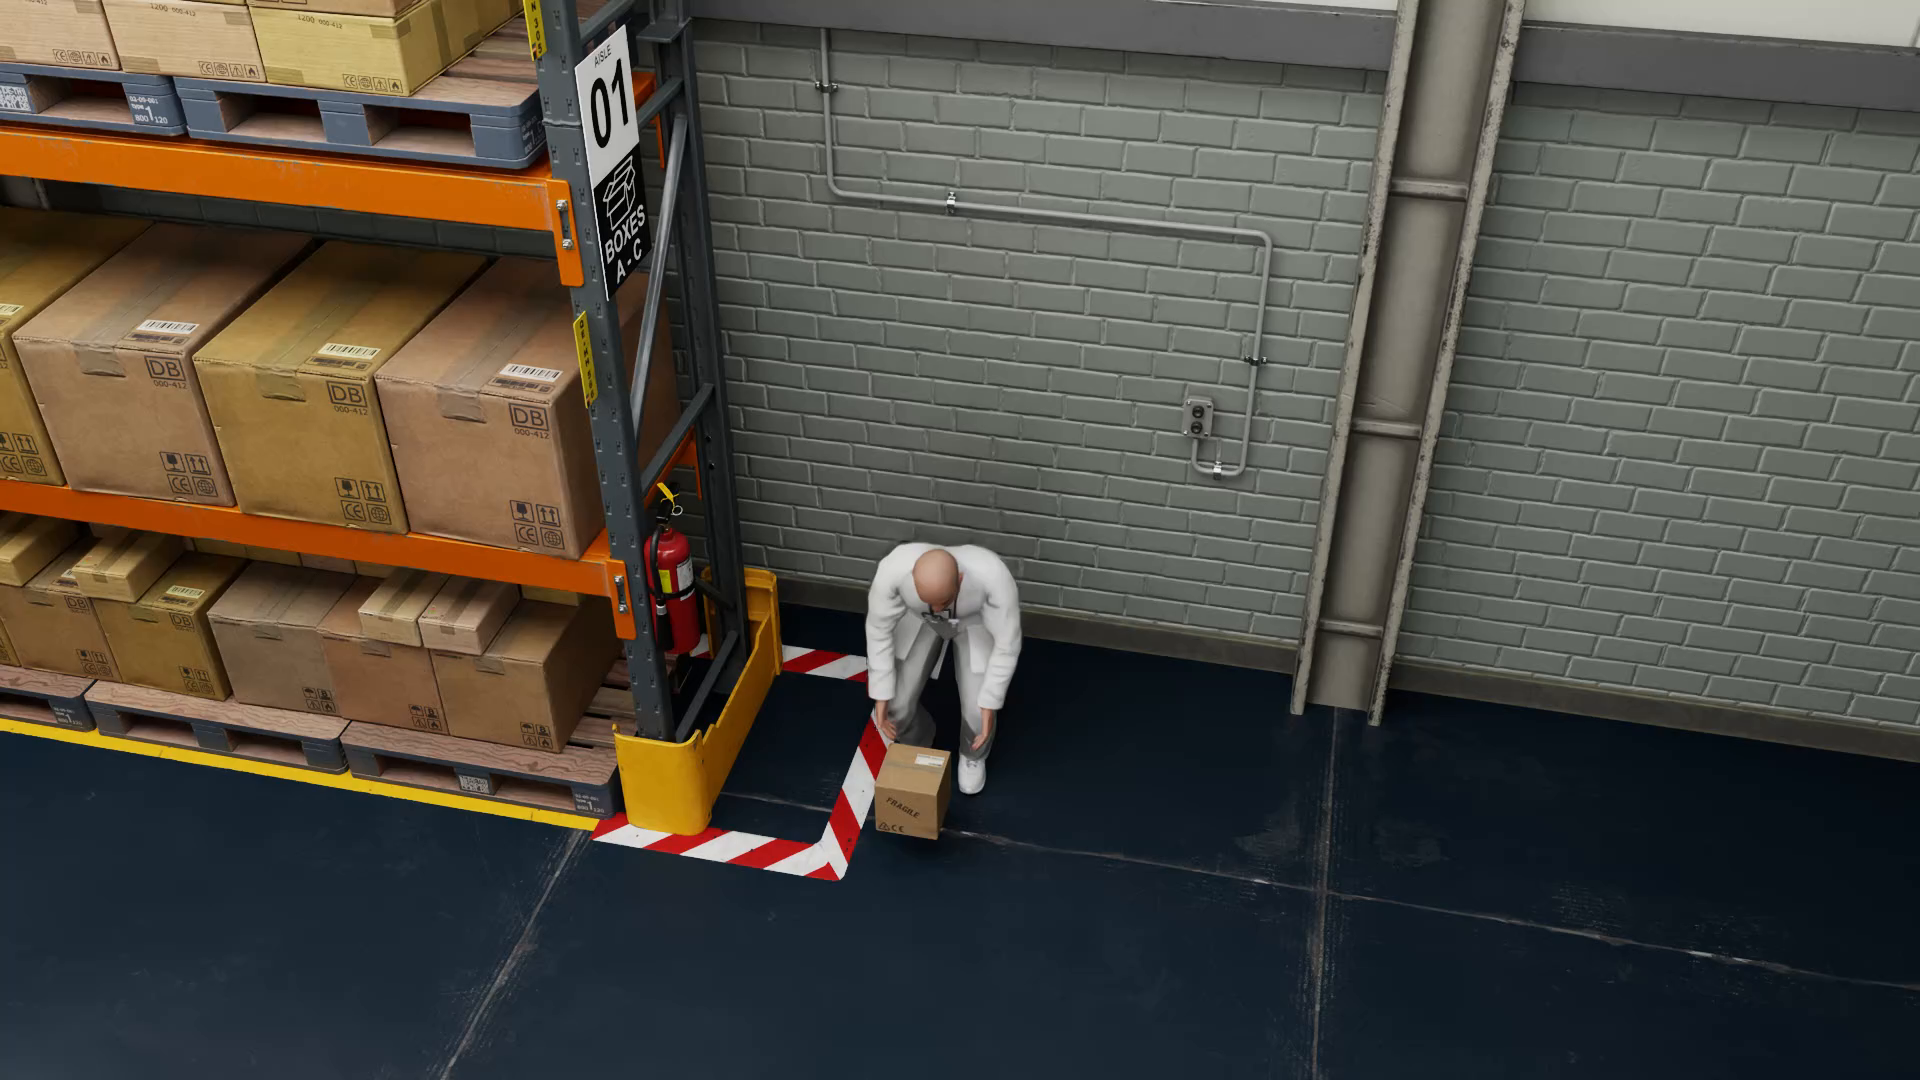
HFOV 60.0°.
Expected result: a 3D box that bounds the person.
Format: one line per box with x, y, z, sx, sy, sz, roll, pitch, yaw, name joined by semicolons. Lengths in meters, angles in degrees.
-0.043;0.444;6.724;0.631;1.365;0.750;7;37;10;person
